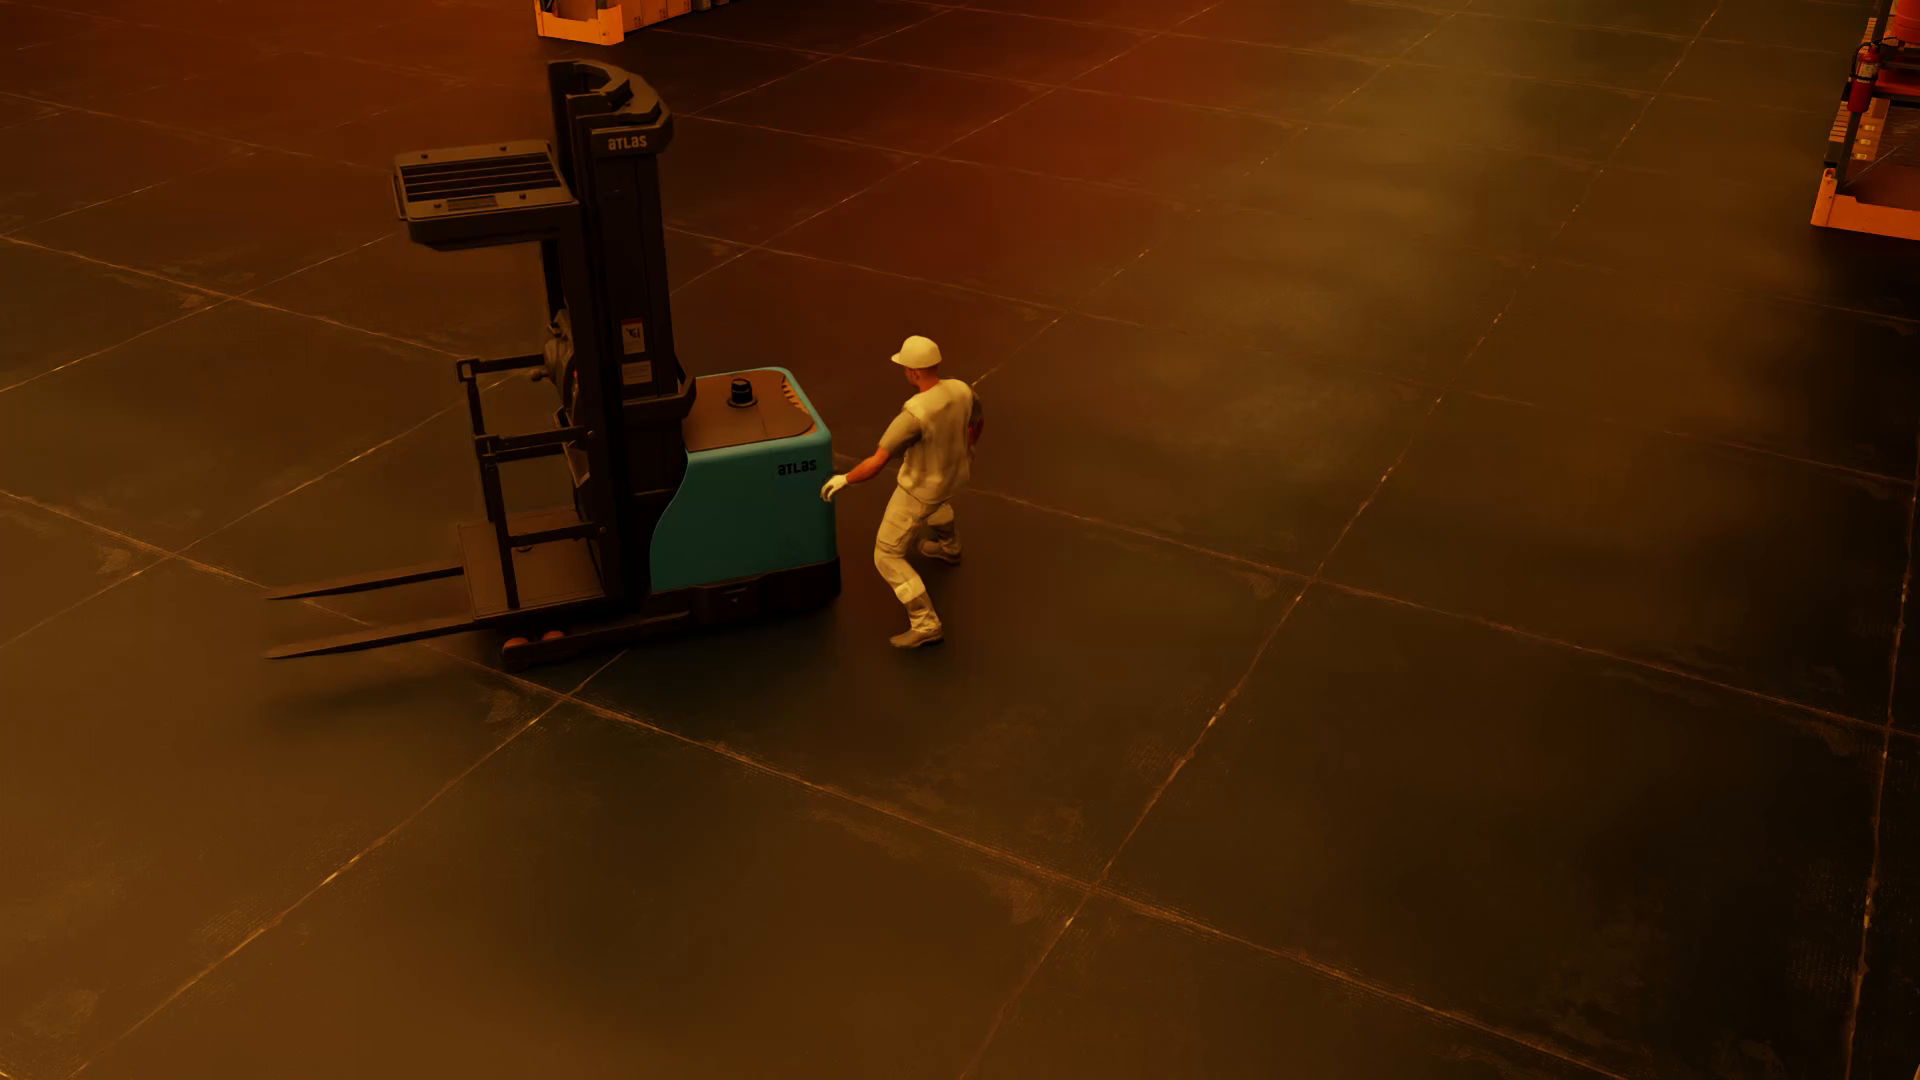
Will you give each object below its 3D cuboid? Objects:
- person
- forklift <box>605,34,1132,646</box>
[{"bbox_3d":[1.492,0.756,7.020,0.778,1.733,0.642,24,38,36],"label":"person"},{"bbox_3d":[-0.503,-1.093,8.964,3.031,2.935,1.130,-19,35,-29],"label":"forklift"}]
